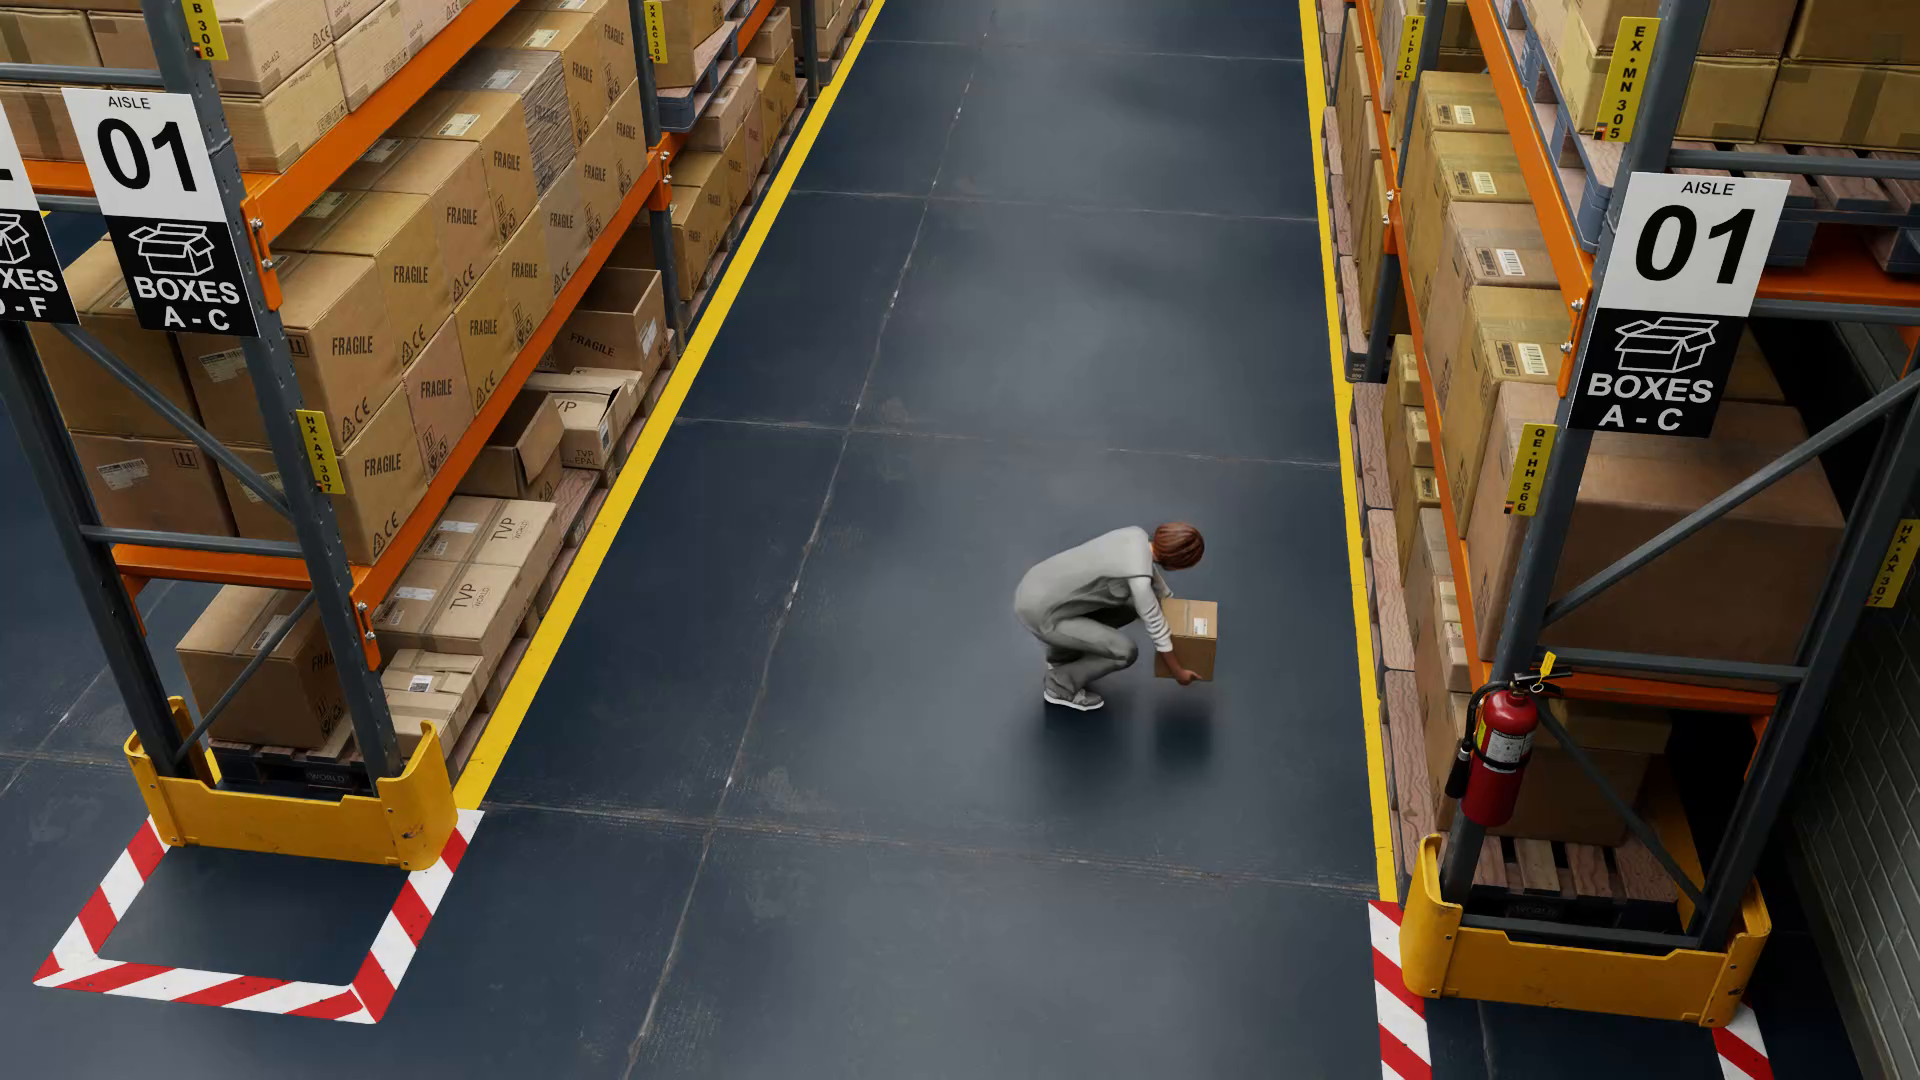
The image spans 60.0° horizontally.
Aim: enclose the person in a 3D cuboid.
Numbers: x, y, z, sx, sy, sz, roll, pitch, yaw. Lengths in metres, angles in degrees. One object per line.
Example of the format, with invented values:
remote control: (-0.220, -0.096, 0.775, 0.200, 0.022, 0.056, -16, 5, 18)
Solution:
person: (0.652, 0.306, 7.218, 0.835, 0.908, 0.421, 4, 37, 5)
